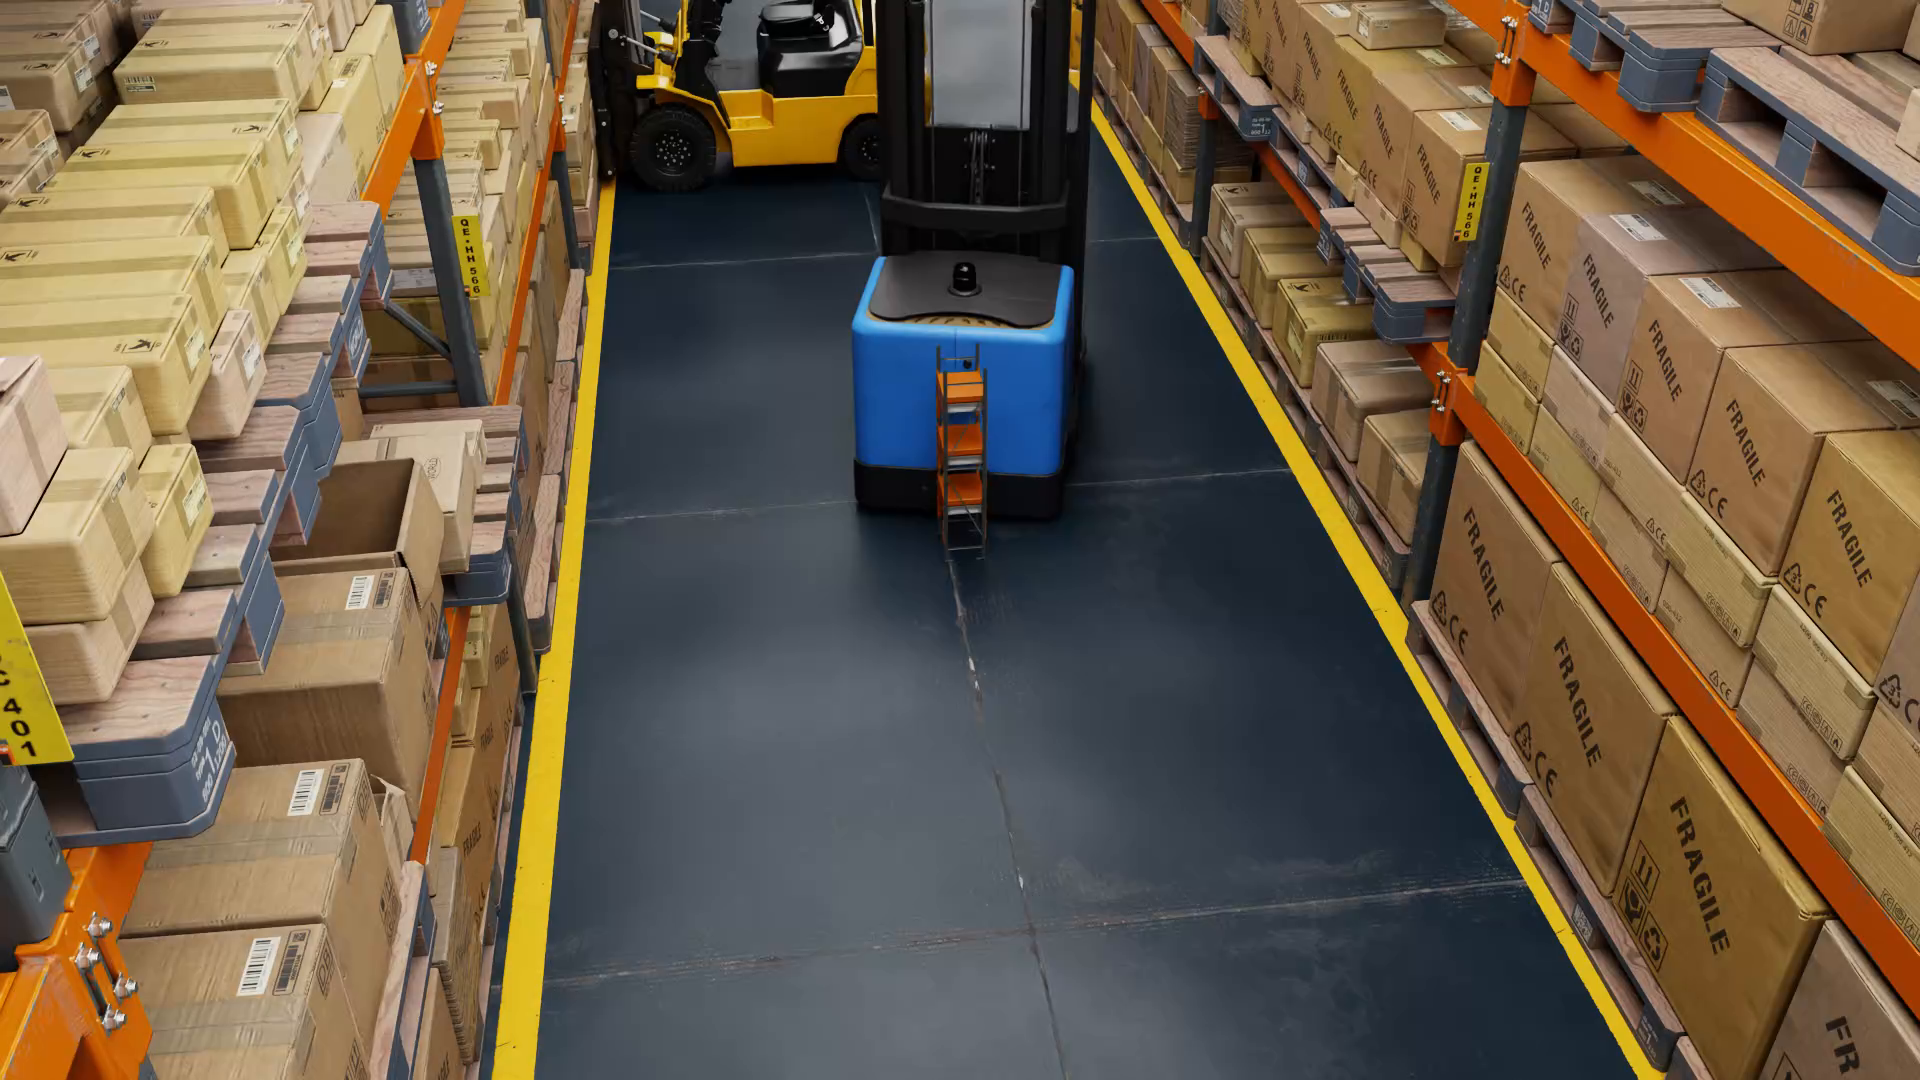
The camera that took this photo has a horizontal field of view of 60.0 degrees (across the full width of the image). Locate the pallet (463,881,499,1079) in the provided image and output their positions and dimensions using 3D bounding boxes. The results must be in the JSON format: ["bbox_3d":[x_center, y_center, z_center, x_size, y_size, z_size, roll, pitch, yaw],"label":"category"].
[{"bbox_3d":[-2.128,1.691,5.581,1.003,0.211,1.213,-4,35,-6],"label":"pallet"}]

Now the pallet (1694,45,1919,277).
[{"bbox_3d":[2.858,-1.120,4.735,1.003,0.211,1.213,-3,34,-4],"label":"pallet"}]

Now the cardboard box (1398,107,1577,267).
[{"bbox_3d":[2.229,-1.508,7.074,0.500,0.500,0.500,-5,35,-8],"label":"cardboard box"}]

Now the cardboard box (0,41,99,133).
[{"bbox_3d":[-2.346,-1.096,4.047,0.380,0.149,0.250,-5,35,-7],"label":"cardboard box"}]

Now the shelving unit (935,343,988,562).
[{"bbox_3d":[0.007,-0.404,7.911,0.215,1.050,0.252,-4,35,-6],"label":"shelving unit"}]

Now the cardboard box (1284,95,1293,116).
[{"bbox_3d":[1.953,-2.330,8.856,0.380,0.149,0.250,-4,34,-6],"label":"cardboard box"}]

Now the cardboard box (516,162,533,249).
[{"bbox_3d":[-2.377,-1.622,8.099,0.500,0.250,0.500,-3,34,-5],"label":"cardboard box"}]

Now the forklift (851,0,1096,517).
[{"bbox_3d":[0.153,-2.140,8.787,1.130,2.935,3.031,4,34,6],"label":"forklift"}]

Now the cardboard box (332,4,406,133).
[{"bbox_3d":[-2.043,-1.470,5.212,0.500,0.250,0.500,-5,35,-8],"label":"cardboard box"}]

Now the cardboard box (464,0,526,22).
[{"bbox_3d":[-2.624,-2.928,9.218,0.380,0.149,0.250,-3,34,-5],"label":"cardboard box"}]

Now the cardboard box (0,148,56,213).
[{"bbox_3d":[-2.093,-0.685,3.425,0.380,0.149,0.250,-4,34,-6],"label":"cardboard box"}]

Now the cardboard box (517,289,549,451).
[{"bbox_3d":[-2.609,-0.841,8.556,0.875,0.625,0.625,-6,35,-8],"label":"cardboard box"}]

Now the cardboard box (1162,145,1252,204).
[{"bbox_3d":[1.682,-2.517,11.349,0.500,0.250,0.500,-3,34,-4],"label":"cardboard box"}]

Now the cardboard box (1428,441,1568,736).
[{"bbox_3d":[2.577,0.158,6.868,0.875,0.875,0.875,-5,35,-7],"label":"cardboard box"}]

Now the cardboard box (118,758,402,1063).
[{"bbox_3d":[-1.727,0.881,3.831,0.700,0.500,0.500,-4,34,-6],"label":"cardboard box"}]

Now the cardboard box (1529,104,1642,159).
[{"bbox_3d":[2.735,-1.544,7.127,0.500,0.500,0.500,-5,35,-8],"label":"cardboard box"}]

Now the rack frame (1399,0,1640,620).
[{"bbox_3d":[2.566,-0.938,6.963,1.000,3.000,0.127,-4,35,-6],"label":"rack frame"}]

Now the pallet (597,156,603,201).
[{"bbox_3d":[-3.123,-2.769,12.126,1.003,0.211,1.213,-4,35,-6],"label":"pallet"}]

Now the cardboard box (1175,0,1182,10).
[{"bbox_3d":[1.665,-3.653,11.169,0.380,0.149,0.250,-5,35,-7],"label":"cardboard box"}]

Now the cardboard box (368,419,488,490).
[{"bbox_3d":[-1.884,-0.292,5.865,0.380,0.149,0.250,-4,34,-5],"label":"cardboard box"}]

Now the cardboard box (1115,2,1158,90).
[{"bbox_3d":[1.462,-3.693,12.409,0.500,0.500,0.500,-4,34,-5],"label":"cardboard box"}]

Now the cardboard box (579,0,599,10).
[{"bbox_3d":[-2.983,-3.957,12.574,0.500,0.250,0.500,-4,34,-6],"label":"cardboard box"}]

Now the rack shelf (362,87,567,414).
[{"bbox_3d":[-2.621,-1.379,8.248,1.077,0.370,4.000,-4,35,-6],"label":"rack shelf"}]

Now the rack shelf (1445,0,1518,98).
[{"bbox_3d":[2.297,-2.996,7.958,1.077,0.370,4.000,-4,35,-6],"label":"rack shelf"}]

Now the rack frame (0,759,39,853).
[{"bbox_3d":[-1.814,-0.807,1.443,1.000,3.000,0.127,-4,35,-6],"label":"rack frame"}]

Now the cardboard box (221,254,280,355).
[{"bbox_3d":[-1.600,-0.445,3.337,0.380,0.149,0.250,-5,35,-7],"label":"cardboard box"}]

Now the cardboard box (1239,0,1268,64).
[{"bbox_3d":[1.875,-2.945,9.182,0.500,0.500,0.500,-4,35,-6],"label":"cardboard box"}]

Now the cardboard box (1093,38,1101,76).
[{"bbox_3d":[1.325,-3.968,13.478,0.500,0.250,0.500,-5,35,-7],"label":"cardboard box"}]

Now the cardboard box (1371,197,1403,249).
[{"bbox_3d":[2.103,-1.454,7.570,0.380,0.149,0.250,-5,35,-7],"label":"cardboard box"}]

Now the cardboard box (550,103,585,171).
[{"bbox_3d":[-2.644,-2.536,10.489,0.500,0.250,0.500,-5,35,-7],"label":"cardboard box"}]

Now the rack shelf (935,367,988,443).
[{"bbox_3d":[0.007,-0.630,7.757,0.215,0.259,0.240,-4,35,-6],"label":"rack shelf"}]

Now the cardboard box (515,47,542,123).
[{"bbox_3d":[-2.494,-2.396,8.791,0.500,0.250,0.500,-5,35,-8],"label":"cardboard box"}]

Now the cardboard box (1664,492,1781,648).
[{"bbox_3d":[2.568,0.070,5.172,0.500,0.250,0.500,-4,34,-6],"label":"cardboard box"}]

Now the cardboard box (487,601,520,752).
[{"bbox_3d":[-2.082,0.519,6.671,0.500,0.500,0.500,-3,34,-5],"label":"cardboard box"}]

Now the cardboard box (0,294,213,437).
[{"bbox_3d":[-1.518,-0.289,2.845,0.380,0.149,0.250,-5,35,-7],"label":"cardboard box"}]

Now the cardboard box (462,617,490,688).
[{"bbox_3d":[-1.967,0.438,6.215,0.380,0.149,0.250,-6,35,-9],"label":"cardboard box"}]

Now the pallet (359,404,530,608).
[{"bbox_3d":[-2.191,-0.108,5.915,1.213,0.211,1.003,-4,35,-6],"label":"pallet"}]

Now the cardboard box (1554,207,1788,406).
[{"bbox_3d":[2.466,-0.823,5.817,0.500,0.500,0.500,-4,35,-6],"label":"cardboard box"}]

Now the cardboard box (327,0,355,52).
[{"bbox_3d":[-2.050,-1.577,5.015,0.380,0.149,0.250,-5,35,-7],"label":"cardboard box"}]

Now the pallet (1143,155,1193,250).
[{"bbox_3d":[1.903,-2.390,11.569,1.003,0.211,1.213,-4,35,-6],"label":"pallet"}]

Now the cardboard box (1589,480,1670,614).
[{"bbox_3d":[2.534,-0.005,5.728,0.500,0.250,0.500,-3,34,-5],"label":"cardboard box"}]

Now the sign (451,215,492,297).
[{"bbox_3d":[-1.816,-1.052,6.172,0.100,0.325,0.005,-4,35,-6],"label":"sign"}]

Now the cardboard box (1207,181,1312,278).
[{"bbox_3d":[2.101,-1.965,10.431,0.950,0.372,0.625,-4,34,-6],"label":"cardboard box"}]

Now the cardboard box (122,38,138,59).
[{"bbox_3d":[-2.516,-1.392,4.745,0.380,0.149,0.250,-4,34,-5],"label":"cardboard box"}]

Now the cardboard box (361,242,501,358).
[{"bbox_3d":[-2.145,-0.973,6.703,0.500,0.250,0.500,-4,35,-6],"label":"cardboard box"}]

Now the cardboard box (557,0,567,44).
[{"bbox_3d":[-2.778,-3.390,10.472,0.500,0.500,0.500,-4,34,-6],"label":"cardboard box"}]

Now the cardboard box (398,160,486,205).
[{"bbox_3d":[-2.248,-1.505,7.130,0.380,0.149,0.250,-4,34,-6],"label":"cardboard box"}]

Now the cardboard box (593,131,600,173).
[{"bbox_3d":[-2.795,-2.692,11.606,0.500,0.250,0.500,-4,34,-6],"label":"cardboard box"}]

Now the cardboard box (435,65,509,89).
[{"bbox_3d":[-2.423,-2.217,8.175,0.380,0.149,0.250,-4,34,-6],"label":"cardboard box"}]
